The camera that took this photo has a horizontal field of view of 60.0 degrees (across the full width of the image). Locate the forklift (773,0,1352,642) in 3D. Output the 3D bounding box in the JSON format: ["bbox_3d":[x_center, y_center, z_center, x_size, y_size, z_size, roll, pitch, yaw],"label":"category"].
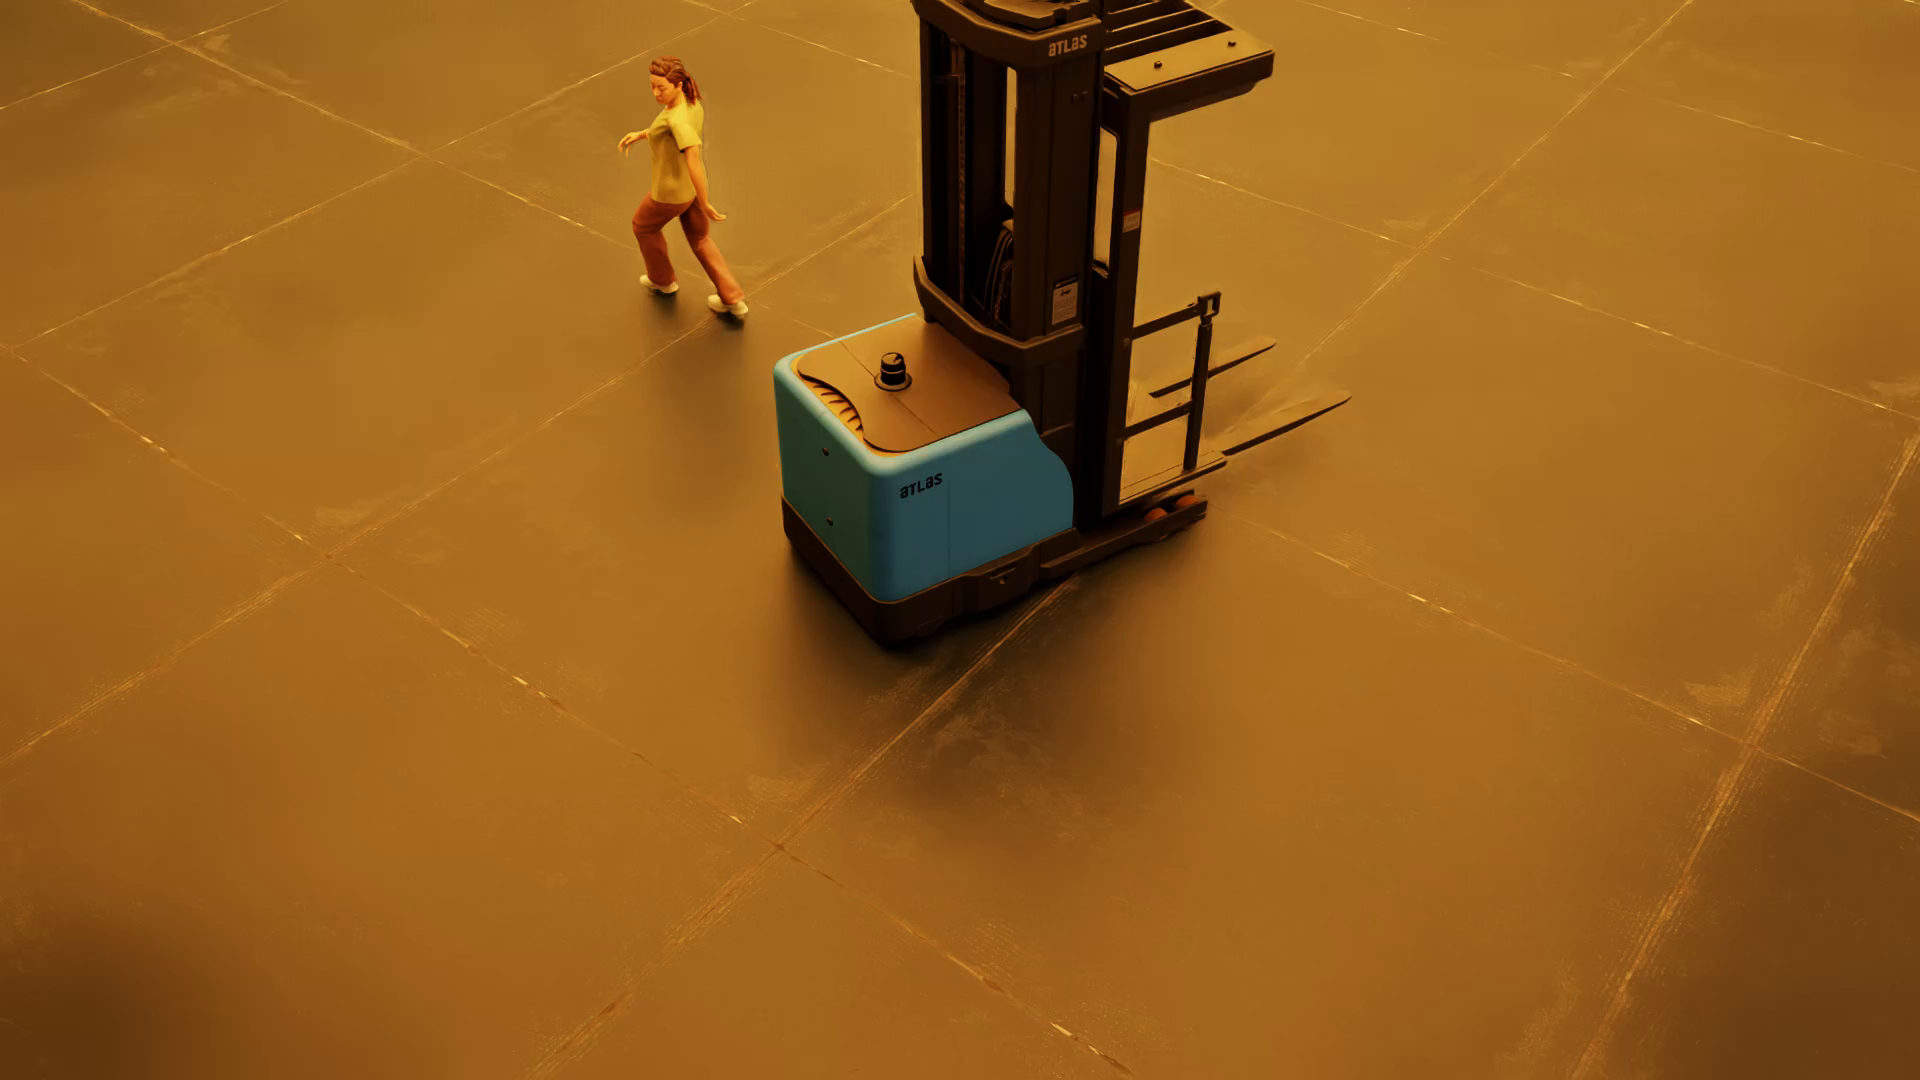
[{"bbox_3d":[0.645,-1.377,7.689,3.031,2.935,1.130,-22,45,-24],"label":"forklift"}]

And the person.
[{"bbox_3d":[-1.609,-2.017,9.501,0.903,1.605,0.471,22,45,23],"label":"person"}]
